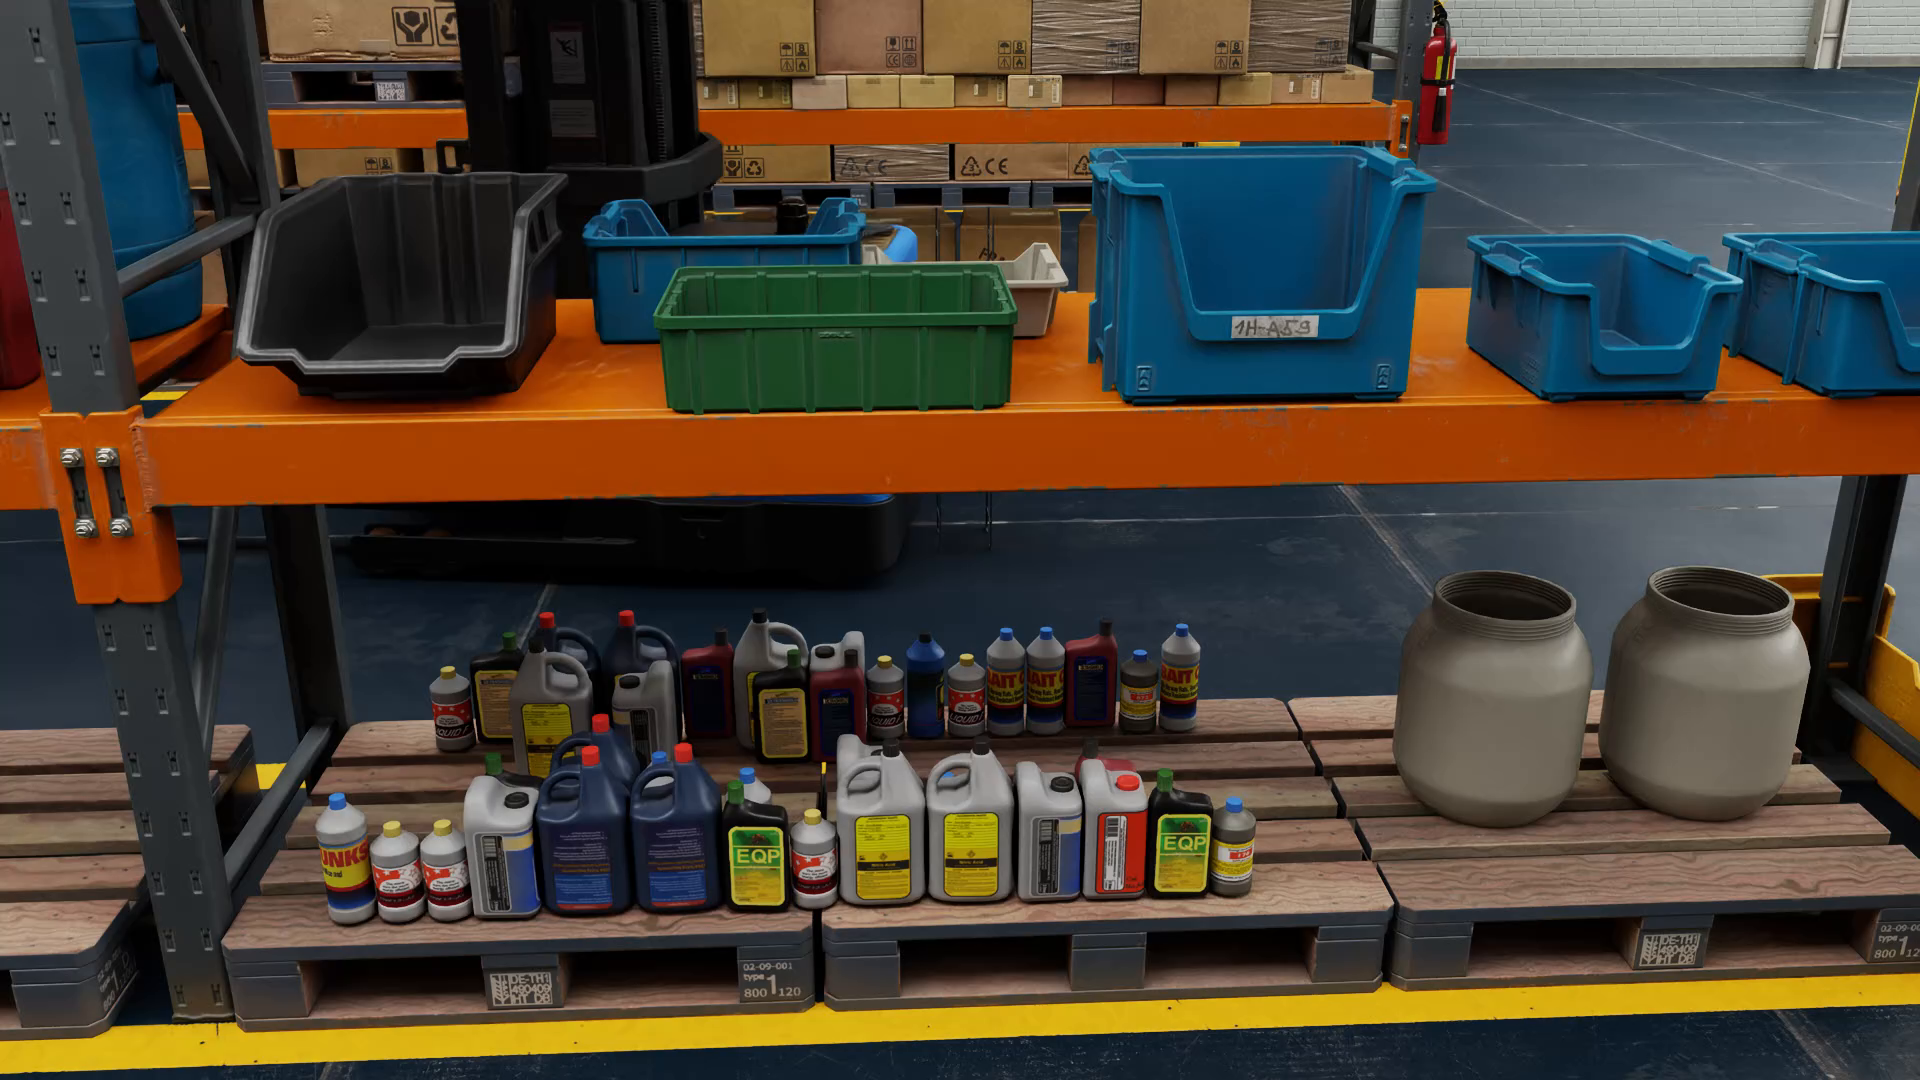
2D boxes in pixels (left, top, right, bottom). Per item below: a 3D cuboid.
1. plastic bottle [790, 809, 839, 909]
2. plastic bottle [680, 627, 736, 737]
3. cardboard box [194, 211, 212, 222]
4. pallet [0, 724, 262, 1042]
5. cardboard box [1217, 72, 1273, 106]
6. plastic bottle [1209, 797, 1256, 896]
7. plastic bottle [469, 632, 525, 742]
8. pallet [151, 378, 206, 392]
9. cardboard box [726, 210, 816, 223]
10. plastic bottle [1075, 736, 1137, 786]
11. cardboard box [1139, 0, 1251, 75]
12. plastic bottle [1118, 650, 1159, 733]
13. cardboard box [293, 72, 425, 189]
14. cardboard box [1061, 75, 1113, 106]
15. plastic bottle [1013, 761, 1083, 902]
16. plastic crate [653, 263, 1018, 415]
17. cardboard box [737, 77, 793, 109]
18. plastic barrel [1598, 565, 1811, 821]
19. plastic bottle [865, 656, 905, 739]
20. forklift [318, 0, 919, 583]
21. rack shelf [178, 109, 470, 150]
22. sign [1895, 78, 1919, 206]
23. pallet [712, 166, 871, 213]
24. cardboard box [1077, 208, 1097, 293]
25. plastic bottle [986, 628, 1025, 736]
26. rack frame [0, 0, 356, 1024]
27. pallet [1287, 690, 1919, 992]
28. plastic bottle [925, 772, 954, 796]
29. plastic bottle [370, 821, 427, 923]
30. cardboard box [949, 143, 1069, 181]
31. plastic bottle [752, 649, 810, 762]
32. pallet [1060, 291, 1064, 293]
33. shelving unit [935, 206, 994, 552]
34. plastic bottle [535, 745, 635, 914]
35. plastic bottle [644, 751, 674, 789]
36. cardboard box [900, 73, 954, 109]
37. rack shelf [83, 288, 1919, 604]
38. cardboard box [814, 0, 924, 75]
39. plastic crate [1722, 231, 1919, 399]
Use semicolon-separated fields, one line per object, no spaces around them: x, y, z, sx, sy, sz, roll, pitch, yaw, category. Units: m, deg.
-0.306;0.660;3.485;0.097;0.201;0.097;0;21;0;plastic bottle
-0.630;0.355;4.173;0.133;0.283;0.061;0;21;1;plastic bottle
-4.098;-1.338;8.314;0.500;0.500;0.700;1;21;1;cardboard box
-2.390;0.761;3.825;1.213;0.211;1.003;-1;21;-3;pallet
1.334;-2.188;8.004;0.250;0.149;0.380;-1;21;-3;cardboard box
0.577;0.642;3.533;0.097;0.201;0.097;0;21;0;plastic bottle
-1.146;0.365;4.145;0.133;0.283;0.061;0;21;0;plastic bottle
-3.889;-0.986;8.413;1.213;0.211;1.003;-1;21;-3;pallet
-0.918;-1.367;8.420;0.500;0.500;0.500;5;22;14;cardboard box
0.317;0.562;3.629;0.133;0.283;0.061;-1;21;-3;plastic bottle
1.060;-2.544;8.028;0.500;0.500;0.875;-1;21;-3;cardboard box
0.454;0.378;4.228;0.097;0.201;0.097;0;21;0;plastic bottle
-4.581;-3.158;12.772;0.750;0.750;1.050;-1;21;-2;cardboard box
0.583;-2.185;7.996;0.250;0.149;0.380;-1;21;-3;cardboard box
0.185;0.606;3.524;0.135;0.276;0.152;-2;21;-5;plastic bottle
-0.237;-0.400;3.253;0.662;0.188;0.450;-1;21;-3;plastic crate
-0.911;-2.135;7.866;0.250;0.149;0.380;-1;21;-3;cardboard box
1.733;0.354;3.881;0.421;0.512;0.421;0;21;0;plastic barrel
-0.189;0.391;4.194;0.097;0.201;0.097;0;21;0;plastic bottle
-1.691;-1.423;5.740;3.031;2.935;1.130;2;21;5;forklift
-3.887;-1.954;8.049;4.000;0.370;1.077;-1;21;-3;rack shelf
2.359;-0.978;4.084;0.005;0.325;0.100;-1;21;-3;sign
-1.309;-2.779;13.125;1.213;0.211;1.003;-1;21;-3;pallet
0.884;-1.409;8.530;0.500;0.500;0.500;4;21;11;cardboard box
0.116;0.352;4.198;0.097;0.271;0.097;0;21;0;plastic bottle
-1.608;-0.572;3.407;0.127;3.000;1.000;-1;21;-3;rack frame
1.501;0.683;4.030;1.213;0.211;1.003;-1;21;-3;pallet
-0.030;0.603;3.635;0.097;0.201;0.097;0;21;0;plastic bottle
-1.163;0.678;3.440;0.097;0.201;0.097;0;21;0;plastic bottle
0.369;-3.324;13.031;0.875;0.875;0.875;-1;21;-4;cardboard box
-0.436;0.402;4.048;0.133;0.283;0.061;-1;21;-3;plastic bottle
-0.001;-1.080;8.661;1.213;0.211;1.003;-1;21;-3;pallet
0.014;-0.561;5.908;0.189;1.200;0.258;-1;21;-3;shelving unit
-0.778;0.592;3.455;0.185;0.351;0.144;-1;21;-2;plastic bottle
-0.640;0.583;3.590;0.097;0.271;0.097;0;21;0;plastic bottle
-0.162;-2.146;7.896;0.250;0.149;0.380;-1;21;-3;cardboard box
0.389;-0.276;3.641;4.000;0.370;1.077;-1;21;-3;rack shelf
-0.443;-2.548;8.038;0.500;0.500;0.875;-1;21;-3;cardboard box
1.903;-0.467;3.340;0.616;0.251;0.499;-1;21;-3;plastic crate
